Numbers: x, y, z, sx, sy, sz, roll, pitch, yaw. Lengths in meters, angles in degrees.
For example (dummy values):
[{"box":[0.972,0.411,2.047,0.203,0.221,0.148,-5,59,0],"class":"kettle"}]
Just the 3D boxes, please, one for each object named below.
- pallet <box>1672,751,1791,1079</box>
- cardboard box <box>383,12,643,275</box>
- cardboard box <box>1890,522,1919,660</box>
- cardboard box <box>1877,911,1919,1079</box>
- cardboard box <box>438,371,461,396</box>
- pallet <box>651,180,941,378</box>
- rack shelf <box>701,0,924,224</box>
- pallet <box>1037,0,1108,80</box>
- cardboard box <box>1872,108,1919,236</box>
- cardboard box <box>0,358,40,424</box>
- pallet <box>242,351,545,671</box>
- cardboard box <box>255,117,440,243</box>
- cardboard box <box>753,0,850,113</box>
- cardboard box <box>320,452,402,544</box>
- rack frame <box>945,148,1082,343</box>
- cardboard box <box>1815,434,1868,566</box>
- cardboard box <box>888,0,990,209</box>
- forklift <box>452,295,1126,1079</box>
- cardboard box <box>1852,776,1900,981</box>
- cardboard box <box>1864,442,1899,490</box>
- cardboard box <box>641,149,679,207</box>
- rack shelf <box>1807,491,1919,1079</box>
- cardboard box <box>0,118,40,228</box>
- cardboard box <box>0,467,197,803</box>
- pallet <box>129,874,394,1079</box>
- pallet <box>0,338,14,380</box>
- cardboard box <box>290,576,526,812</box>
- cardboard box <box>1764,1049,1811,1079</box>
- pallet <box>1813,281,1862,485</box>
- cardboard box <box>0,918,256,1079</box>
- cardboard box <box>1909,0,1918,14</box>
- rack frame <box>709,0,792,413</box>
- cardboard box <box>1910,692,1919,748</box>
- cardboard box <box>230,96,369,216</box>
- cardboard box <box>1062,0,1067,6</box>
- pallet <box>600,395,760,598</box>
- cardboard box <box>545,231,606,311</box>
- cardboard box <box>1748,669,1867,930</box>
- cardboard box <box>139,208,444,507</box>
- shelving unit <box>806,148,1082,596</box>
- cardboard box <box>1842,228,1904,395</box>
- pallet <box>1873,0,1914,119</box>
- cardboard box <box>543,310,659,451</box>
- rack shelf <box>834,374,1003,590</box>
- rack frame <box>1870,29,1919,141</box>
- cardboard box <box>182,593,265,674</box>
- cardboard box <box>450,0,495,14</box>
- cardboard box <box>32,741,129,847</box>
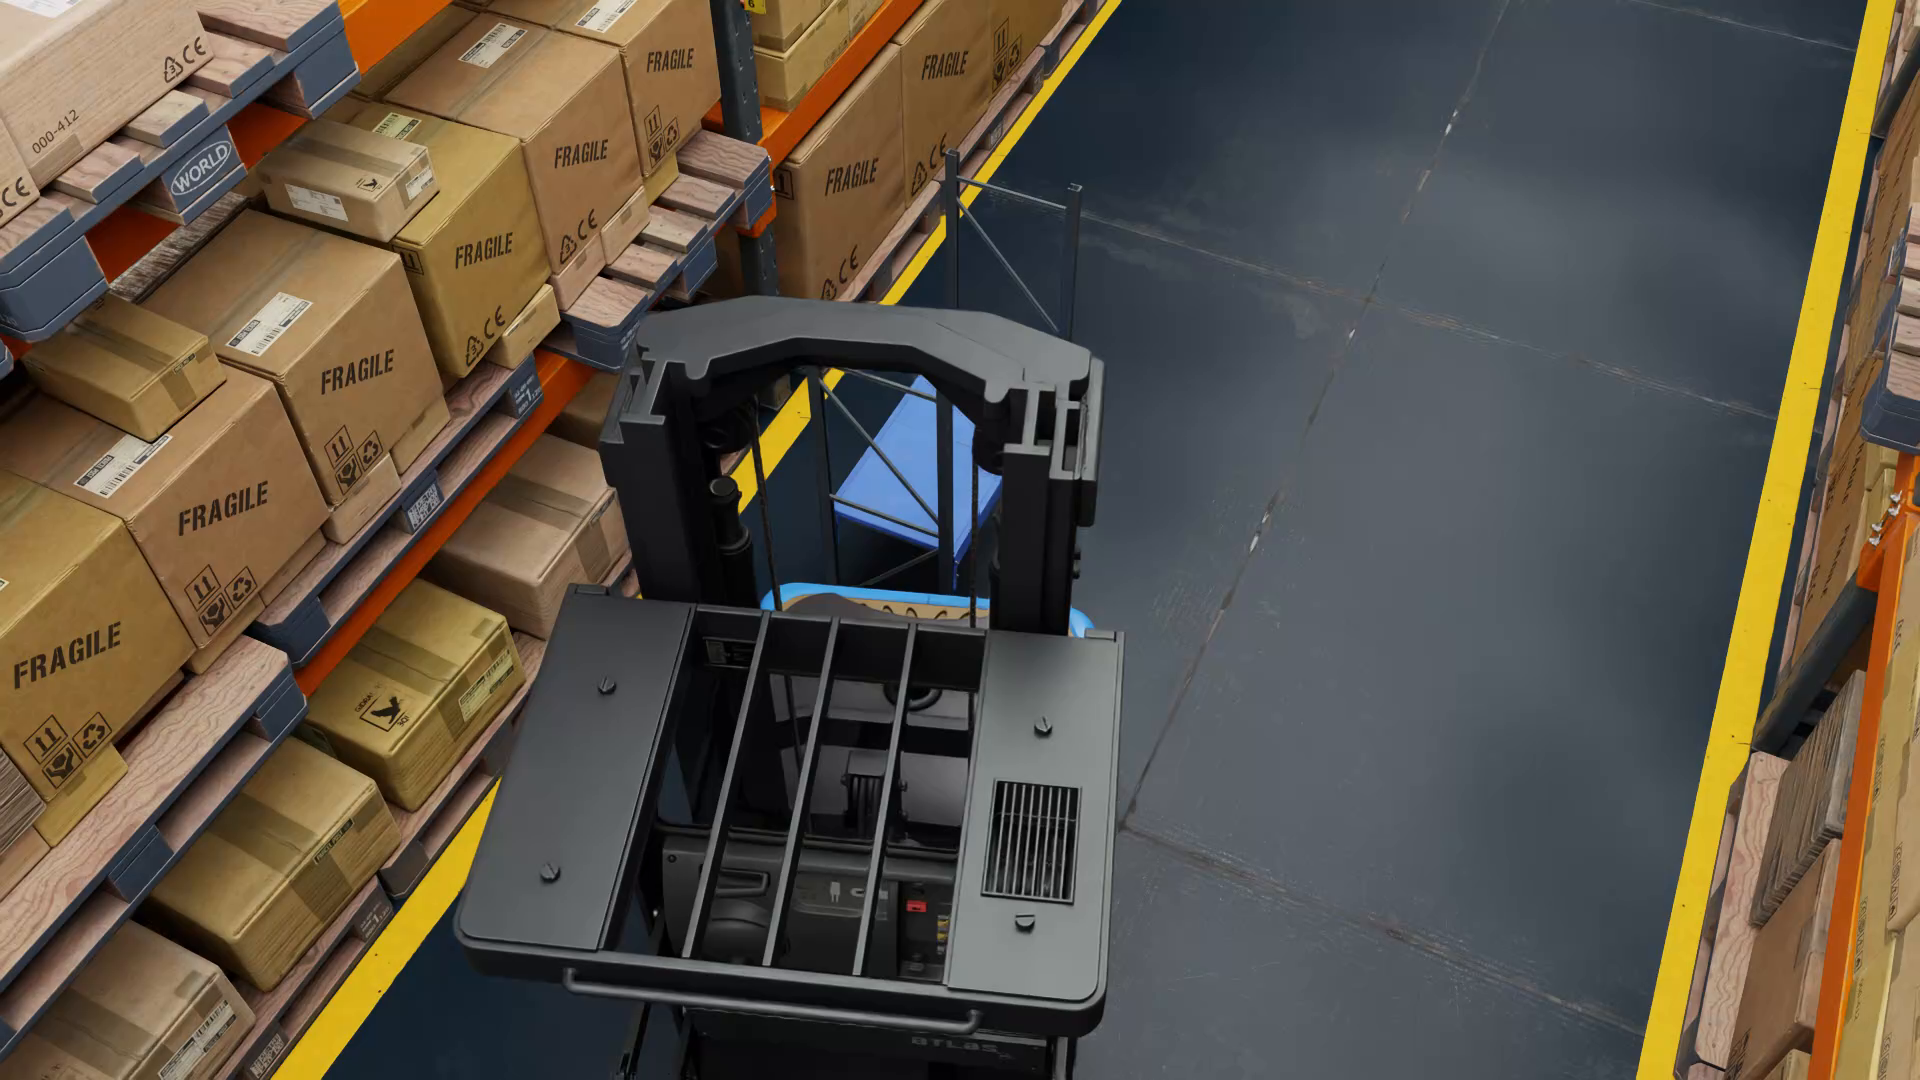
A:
[{"box":[2.907,1.357,5.272,1.003,0.211,1.213,20,52,16],"class":"pallet"},{"box":[-1.349,-1.216,5.093,0.500,0.500,0.500,19,52,16],"class":"cardboard box"},{"box":[2.883,0.173,4.547,0.500,0.250,0.500,20,52,16],"class":"cardboard box"},{"box":[2.233,1.070,3.455,0.500,0.250,0.500,20,53,17],"class":"cardboard box"},{"box":[-1.680,-0.573,4.972,0.380,0.149,0.250,20,53,16],"class":"cardboard box"},{"box":[-0.791,-1.329,7.557,1.003,0.211,1.213,20,52,16],"class":"pallet"},{"box":[-0.341,-2.858,7.500,1.077,0.370,4.000,20,52,16],"class":"rack shelf"},{"box":[0.252,-3.009,8.987,1.003,0.211,1.213,20,52,16],"class":"pallet"},{"box":[4.374,-1.552,7.282,0.500,0.500,0.500,19,52,16],"class":"cardboard box"},{"box":[-2.478,-0.312,4.325,0.500,0.500,0.500,21,53,17],"class":"cardboard box"},{"box":[-2.004,-0.275,4.956,1.003,0.211,1.213,20,52,16],"class":"pallet"},{"box":[-1.639,-0.971,4.459,0.380,0.149,0.250,18,52,14],"class":"cardboard box"},{"box":[-0.759,-1.920,6.328,0.500,0.250,0.500,19,52,15],"class":"cardboard box"},{"box":[-1.801,-0.180,4.638,0.380,0.149,0.250,22,53,17],"class":"cardboard box"},{"box":[0.181,-0.777,6.242,0.500,1.500,0.032,20,52,16],"class":"rack frame"},{"box":[3.503,-0.130,6.071,0.500,0.500,0.500,19,52,16],"class":"cardboard box"},{"box":[-0.441,-2.223,7.606,0.875,0.875,0.875,20,53,17],"class":"cardboard box"},{"box":[-0.257,1.025,3.768,1.130,2.935,3.031,5,50,4],"class":"forklift"},{"box":[2.450,0.875,3.949,0.500,0.250,0.500,18,52,15],"class":"cardboard box"},{"box":[3.364,-0.258,5.755,0.380,0.149,0.250,17,52,14],"class":"cardboard box"},{"box":[-1.172,-1.258,5.555,0.380,0.149,0.250,21,53,17],"class":"cardboard box"},{"box":[2.439,1.509,3.784,1.077,0.370,4.000,20,52,16],"class":"rack shelf"},{"box":[-2.077,-0.640,2.994,0.500,0.250,0.500,19,52,16],"class":"cardboard box"},{"box":[-2.231,0.201,3.888,0.500,0.500,0.500,20,52,16],"class":"cardboard box"},{"box":[-2.573,1.408,5.229,1.003,0.211,1.213,20,52,16],"class":"pallet"},{"box":[-2.544,-0.261,2.971,1.213,0.211,1.003,20,52,16],"class":"pallet"},{"box":[-2.083,0.419,5.689,0.950,0.372,0.625,21,53,17],"class":"cardboard box"},{"box":[2.456,1.873,4.285,0.875,0.625,0.625,18,52,15],"class":"cardboard box"},{"box":[4.170,-0.536,6.883,1.003,0.211,1.213,20,52,16],"class":"pallet"},{"box":[-2.683,1.394,4.859,0.950,0.372,0.625,20,53,17],"class":"cardboard box"},{"box":[5.128,-2.831,8.524,0.396,0.266,0.258,22,53,17],"class":"cardboard box"},{"box":[-1.196,-1.714,6.054,1.000,3.000,0.127,20,52,16],"class":"rack frame"},{"box":[2.668,0.356,4.063,0.500,0.250,0.500,21,53,17],"class":"cardboard box"},{"box":[-2.034,-1.015,4.923,0.500,0.500,0.500,21,53,17],"class":"cardboard box"},{"box":[0.321,-3.463,8.661,0.875,0.875,0.875,21,53,17],"class":"cardboard box"},{"box":[-1.531,-0.273,6.658,1.003,0.211,1.213,20,52,16],"class":"pallet"},{"box":[-1.354,-0.899,5.250,0.380,0.149,0.250,18,52,14],"class":"cardboard box"},{"box":[3.015,0.957,5.065,0.875,0.625,0.625,21,53,17],"class":"cardboard box"},{"box":[-1.798,-0.492,4.478,0.500,0.500,0.500,18,52,15],"class":"cardboard box"},{"box":[-0.036,-0.427,5.944,0.538,1.500,1.048,20,52,16],"class":"shelving unit"},{"box":[3.930,-0.855,6.688,0.500,0.500,0.500,18,52,15],"class":"cardboard box"},{"box":[5.297,-2.425,8.490,1.003,0.211,1.213,20,52,16],"class":"pallet"},{"box":[-1.446,-0.613,6.566,0.950,0.372,0.625,17,52,14],"class":"cardboard box"},{"box":[-0.036,-0.311,6.081,0.538,0.185,1.000,20,52,16],"class":"rack shelf"},{"box":[5.003,-2.856,7.026,1.000,3.000,0.127,20,52,16],"class":"rack frame"},{"box":[-2.068,0.156,4.352,0.380,0.149,0.250,21,53,17],"class":"cardboard box"},{"box":[-1.597,-1.744,5.543,0.500,0.500,0.500,18,52,15],"class":"cardboard box"},{"box":[-2.268,0.539,4.026,0.380,0.149,0.250,21,53,17],"class":"cardboard box"}]
